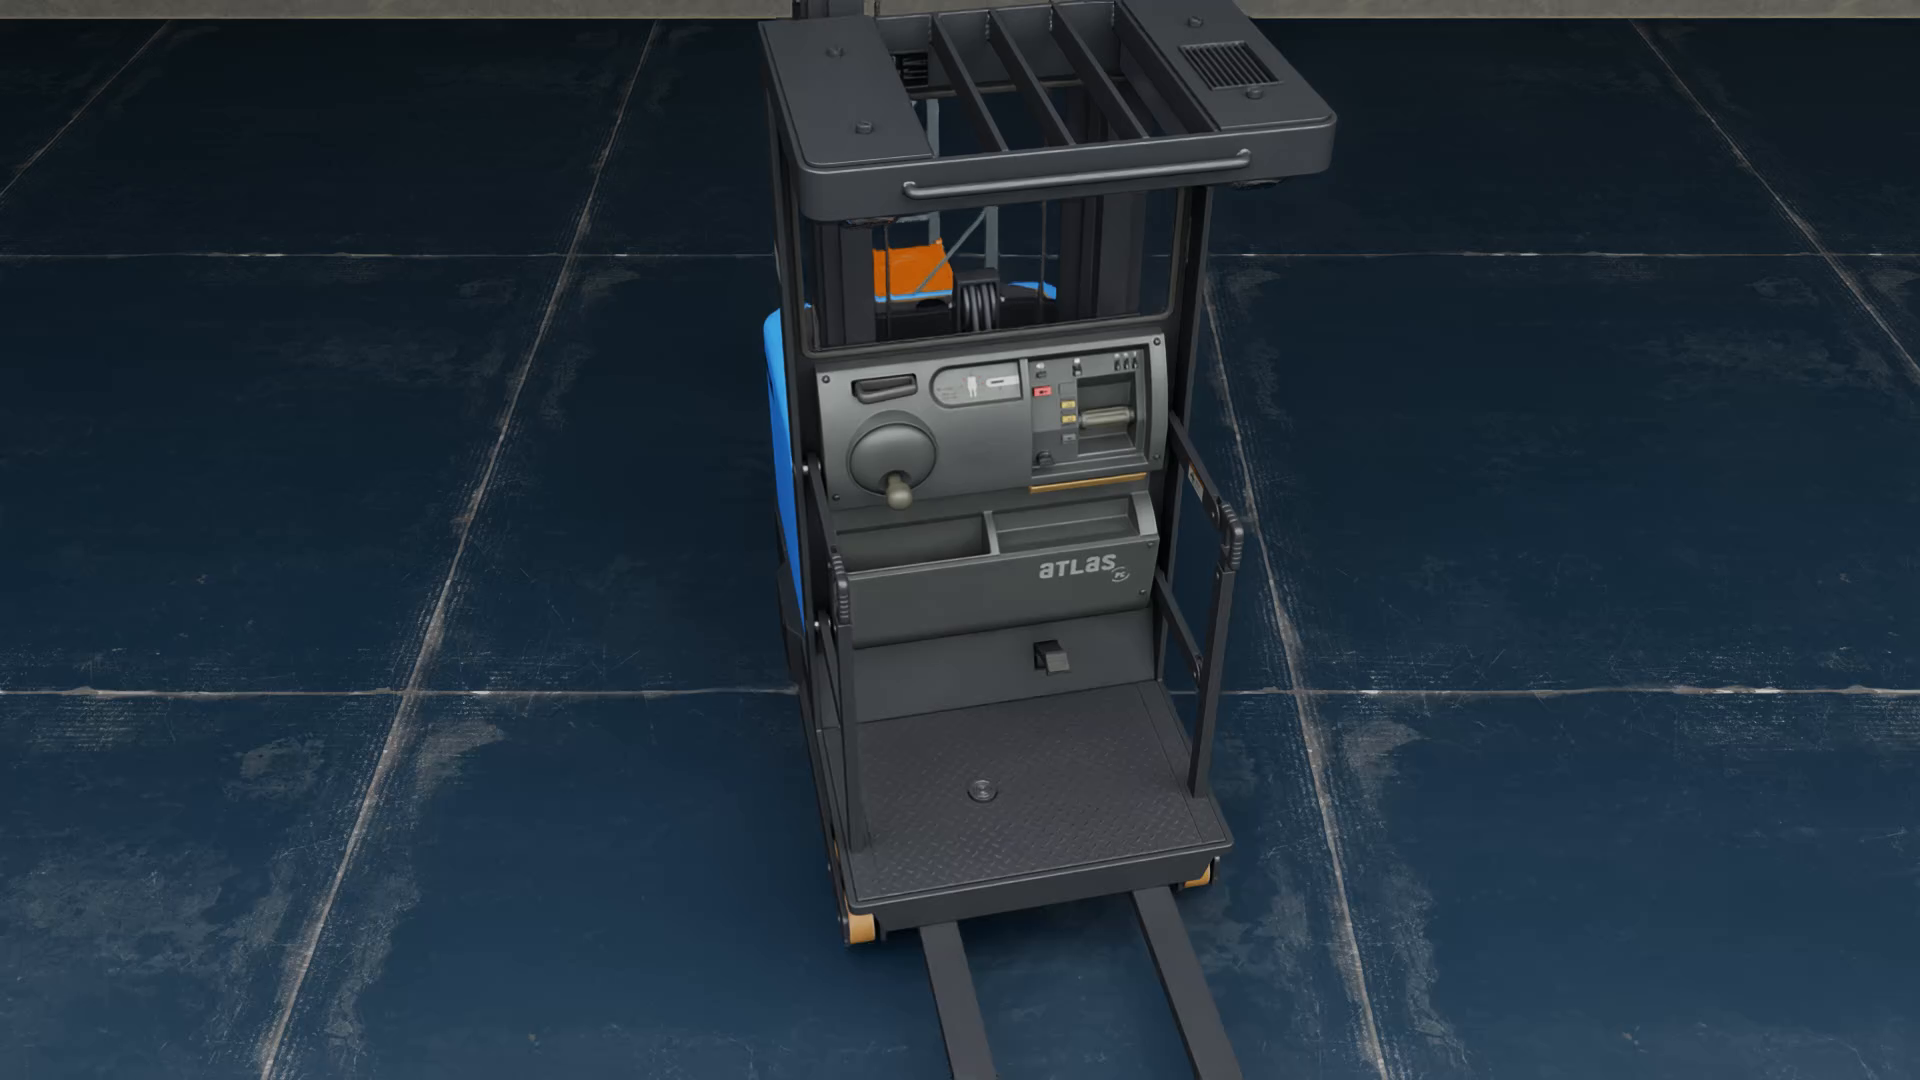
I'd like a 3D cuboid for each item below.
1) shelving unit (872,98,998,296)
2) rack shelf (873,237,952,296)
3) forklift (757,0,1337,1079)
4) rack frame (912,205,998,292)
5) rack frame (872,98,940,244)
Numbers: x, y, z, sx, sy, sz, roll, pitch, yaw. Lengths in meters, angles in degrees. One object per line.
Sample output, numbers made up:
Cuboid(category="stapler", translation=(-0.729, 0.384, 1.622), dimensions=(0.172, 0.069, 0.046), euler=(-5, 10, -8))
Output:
Cuboid(category="shelving unit", translation=(-0.223, -0.948, 6.234), dimensions=(0.587, 1.500, 1.083), euler=(-7, 39, -9))
Cuboid(category="rack shelf", translation=(-0.225, -0.814, 6.354), dimensions=(0.538, 0.185, 1.000), euler=(-7, 39, -9))
Cuboid(category="forklift", translation=(0.139, -0.240, 4.206), dimensions=(1.130, 2.935, 3.031), euler=(-7, 39, -9))
Cuboid(category="rack frame", translation=(-0.121, -0.643, 5.853), dimensions=(0.500, 1.500, 0.032), euler=(-7, 39, -9))
Cuboid(category="rack frame", translation=(-0.329, -1.265, 6.629), dimensions=(0.500, 1.500, 0.032), euler=(-7, 39, -9))
